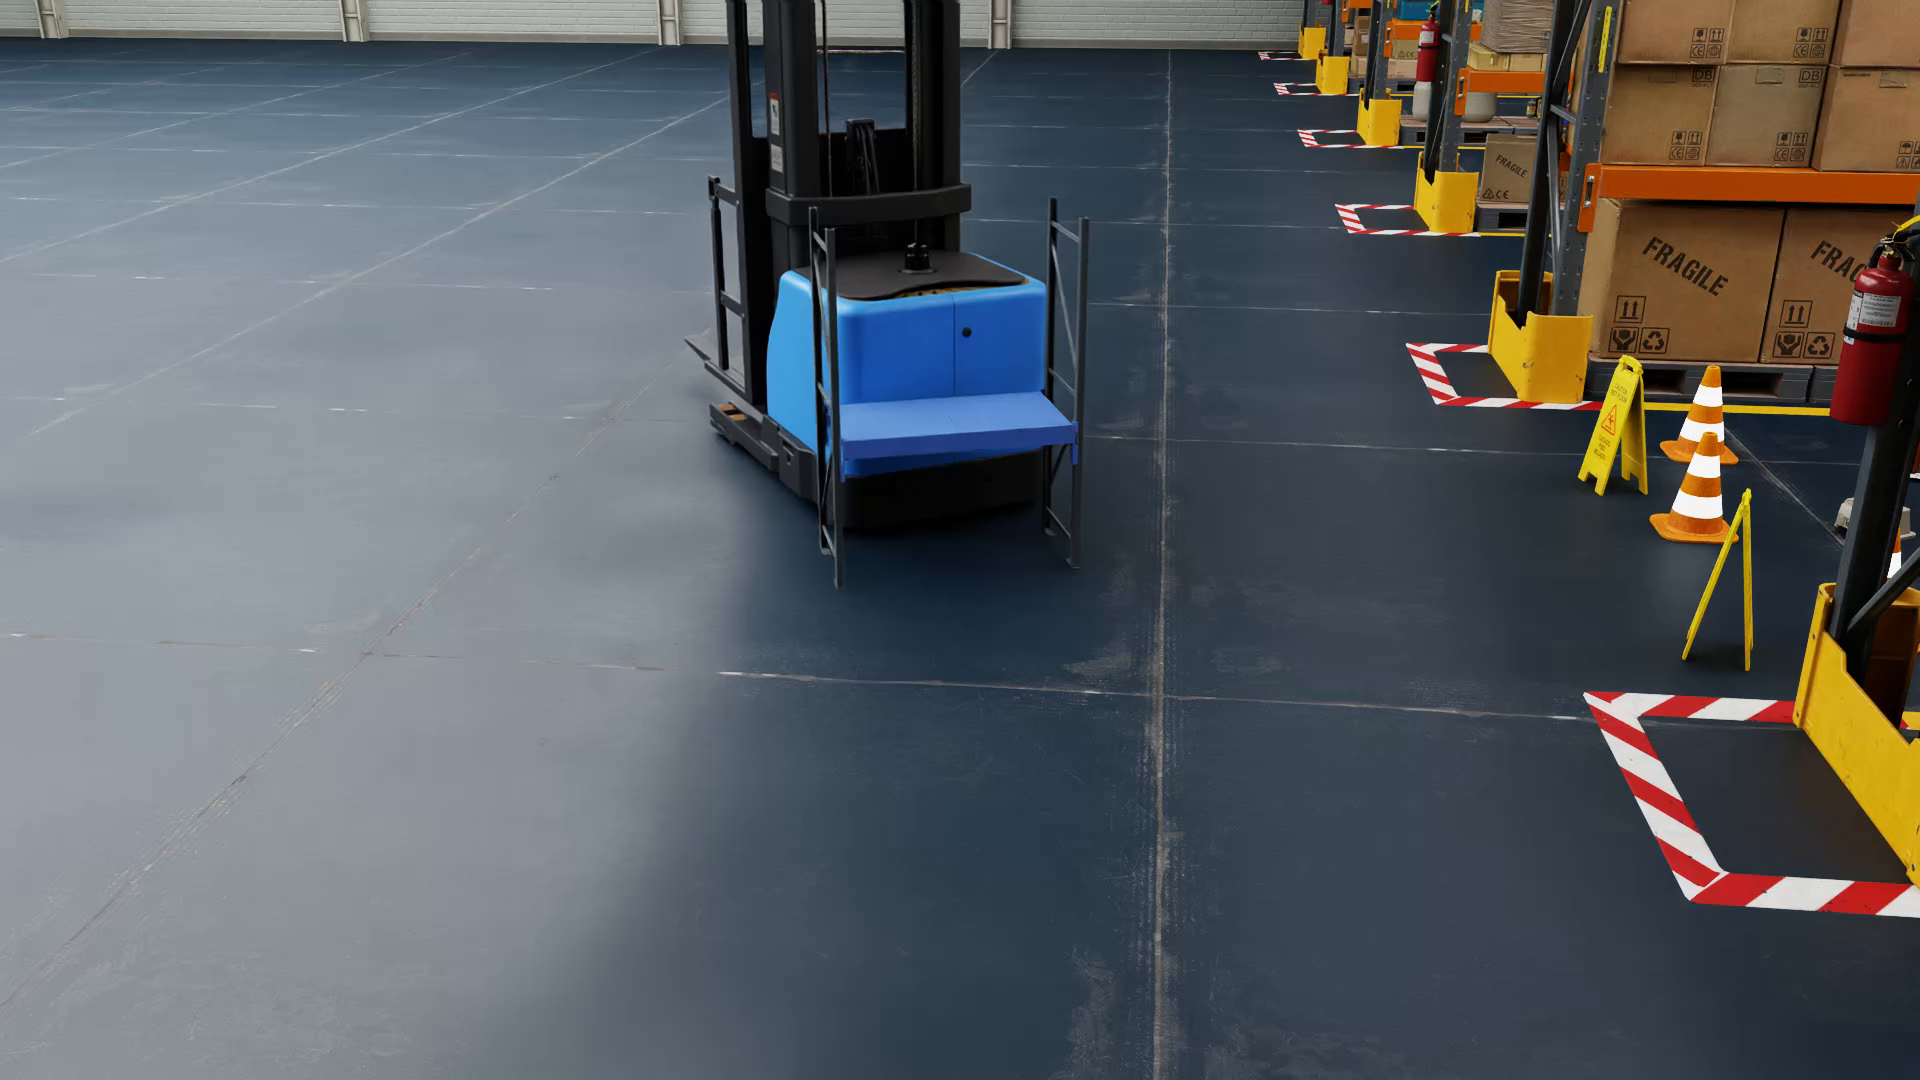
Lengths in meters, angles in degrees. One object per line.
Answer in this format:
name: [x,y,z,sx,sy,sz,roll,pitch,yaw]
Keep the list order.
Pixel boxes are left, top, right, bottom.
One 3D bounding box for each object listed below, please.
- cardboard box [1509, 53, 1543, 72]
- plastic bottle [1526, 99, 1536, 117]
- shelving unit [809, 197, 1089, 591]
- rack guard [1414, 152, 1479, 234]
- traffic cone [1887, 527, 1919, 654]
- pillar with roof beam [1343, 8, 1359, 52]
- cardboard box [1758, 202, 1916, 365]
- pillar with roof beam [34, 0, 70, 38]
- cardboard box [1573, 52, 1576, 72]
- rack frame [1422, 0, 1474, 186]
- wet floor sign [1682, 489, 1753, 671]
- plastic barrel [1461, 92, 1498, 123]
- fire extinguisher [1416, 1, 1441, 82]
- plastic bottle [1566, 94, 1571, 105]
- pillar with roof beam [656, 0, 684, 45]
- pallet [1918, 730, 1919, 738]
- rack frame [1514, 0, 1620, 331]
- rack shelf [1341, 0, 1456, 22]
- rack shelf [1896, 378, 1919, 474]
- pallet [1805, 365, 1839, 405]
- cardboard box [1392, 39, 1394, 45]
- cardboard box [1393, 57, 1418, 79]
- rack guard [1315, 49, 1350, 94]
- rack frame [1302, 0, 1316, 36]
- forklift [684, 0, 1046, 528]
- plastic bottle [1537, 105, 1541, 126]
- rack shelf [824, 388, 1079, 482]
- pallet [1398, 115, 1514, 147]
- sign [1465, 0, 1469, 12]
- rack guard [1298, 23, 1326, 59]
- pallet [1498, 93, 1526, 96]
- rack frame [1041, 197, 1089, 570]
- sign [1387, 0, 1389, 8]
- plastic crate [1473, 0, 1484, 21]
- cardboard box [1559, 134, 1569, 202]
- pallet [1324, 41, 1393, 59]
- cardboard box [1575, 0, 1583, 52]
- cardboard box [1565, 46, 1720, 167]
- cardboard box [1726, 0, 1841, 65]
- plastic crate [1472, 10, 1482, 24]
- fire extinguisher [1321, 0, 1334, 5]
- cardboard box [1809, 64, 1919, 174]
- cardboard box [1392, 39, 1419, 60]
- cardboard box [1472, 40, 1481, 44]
cardboard box: [4.626,-3.952,13.697,0.250,0.149,0.380,2,22,6]
plastic bottle: [6.583,-4.978,19.158,0.097,0.201,0.097,0,22,0]
shelving unit: [-0.054,-0.619,6.965,1.048,1.500,0.538,-5,22,-12]
rack guard: [4.200,-3.020,14.398,0.348,0.500,1.175,2,22,6]
traffic cone: [3.538,0.160,6.406,0.334,0.463,0.336,2,22,6]
pillar with roof beam: [6.164,-11.115,23.314,0.400,9.000,9.100,2,22,6]
cardboard box: [4.996,-1.544,9.583,0.875,0.875,0.875,2,22,5]
pillar with roof beam: [-17.669,-12.153,25.940,0.400,9.000,9.100,2,22,6]
cardboard box: [5.123,-3.932,13.647,0.250,0.149,0.380,2,22,6]
rack frame: [4.125,-4.186,13.947,0.127,3.000,1.000,2,22,6]
wet floor sign: [2.896,0.129,6.237,0.232,0.644,0.267,11,24,25]
plastic barrel: [5.868,-5.010,18.845,0.421,0.512,0.421,0,22,0]
fire extinguisher: [4.065,-4.323,14.399,0.183,0.674,0.296,2,22,6]
plastic bottle: [6.968,-4.986,19.077,0.135,0.276,0.152,2,22,5]
pillar with roof beam: [-5.753,-11.634,24.627,0.400,9.000,9.100,2,22,6]
pallet: [3.837,0.781,5.178,1.213,0.211,1.003,2,22,6]
rack frame: [3.441,-2.379,9.378,0.127,3.000,1.000,2,22,6]
rack shelf: [7.281,-7.381,23.008,4.000,0.370,1.077,2,22,6]
rack shelf: [4.945,-0.146,4.709,4.000,0.370,1.077,2,22,6]
pallet: [5.452,-1.022,9.739,1.213,0.211,1.003,2,22,6]
cardboard box: [7.116,-8.478,27.862,0.500,0.311,0.500,4,22,11]
cardboard box: [6.298,-6.594,23.208,0.500,0.250,0.500,2,22,6]
rack guard: [5.271,-6.641,23.557,0.348,0.500,1.175,2,22,6]
rack frame: [5.874,-9.611,27.670,0.127,3.000,1.000,2,22,6]
forklift: [-0.677,-1.919,8.306,1.130,2.935,3.031,-10,24,-24]
plastic bottle: [6.472,-4.737,18.456,0.097,0.271,0.097,0,22,0]
rack shelf: [-0.054,-0.452,7.031,1.000,0.185,0.538,-5,22,-12]
pallet: [5.595,-4.674,18.975,1.213,0.211,1.003,2,22,6]
sign: [4.061,-4.390,13.287,0.005,0.325,0.100,2,22,6]
rack guard: [5.949,-8.445,28.121,0.348,0.500,1.175,2,22,6]
pallet: [7.267,-6.434,23.427,1.213,0.211,1.003,2,22,6]
rack frame: [0.442,-0.660,7.071,0.032,1.500,0.500,-5,22,-12]
sign: [4.639,-5.922,17.963,0.005,0.325,0.100,2,22,6]
plastic crate: [5.884,-5.982,18.694,0.408,0.251,0.499,2,22,6]
cardboard box: [5.341,-3.172,14.212,0.500,0.500,0.500,8,23,20]
pallet: [6.752,-8.263,28.053,1.213,0.211,1.003,2,22,6]
cardboard box: [5.179,-4.359,13.844,0.500,0.500,0.875,2,22,6]
cardboard box: [3.815,-2.449,9.351,0.550,0.550,0.875,2,22,6]
cardboard box: [4.362,-2.931,9.100,0.550,0.550,0.875,2,22,6]
plastic crate: [5.559,-5.715,18.174,0.250,0.136,0.298,2,22,6]
fire extinguisher: [5.232,-7.941,23.551,0.183,0.674,0.296,2,22,6]
cardboard box: [4.905,-2.363,9.134,0.550,0.550,0.875,2,22,6]
cardboard box: [6.298,-6.942,23.068,0.500,0.500,0.500,2,22,6]
cardboard box: [7.290,-6.897,22.955,0.500,0.500,0.500,2,22,6]
